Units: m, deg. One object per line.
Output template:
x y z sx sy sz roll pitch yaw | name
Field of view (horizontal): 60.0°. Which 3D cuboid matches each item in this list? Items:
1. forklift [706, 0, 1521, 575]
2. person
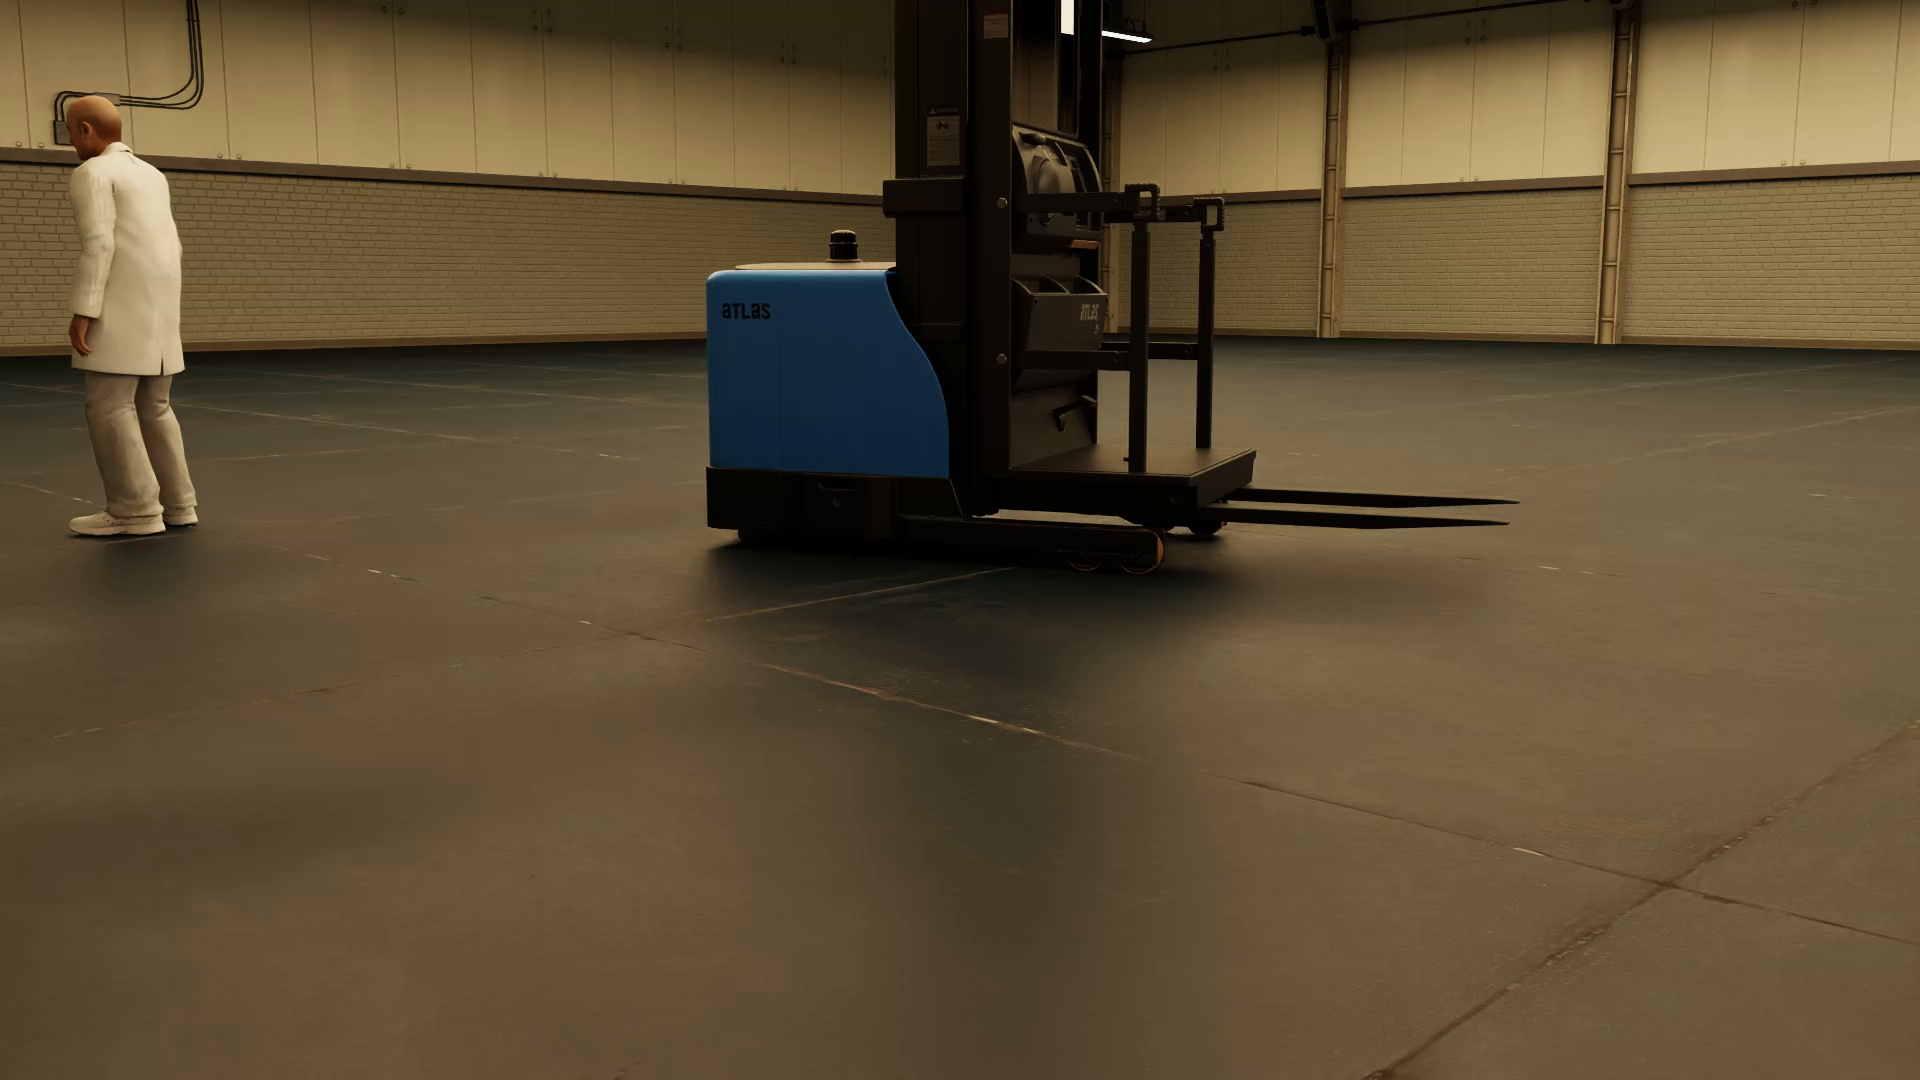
0.565 -1.416 6.275 3.031 2.935 1.130 3 9 22 | forklift
-3.444 -0.919 6.860 0.420 1.774 0.646 1 9 6 | person
